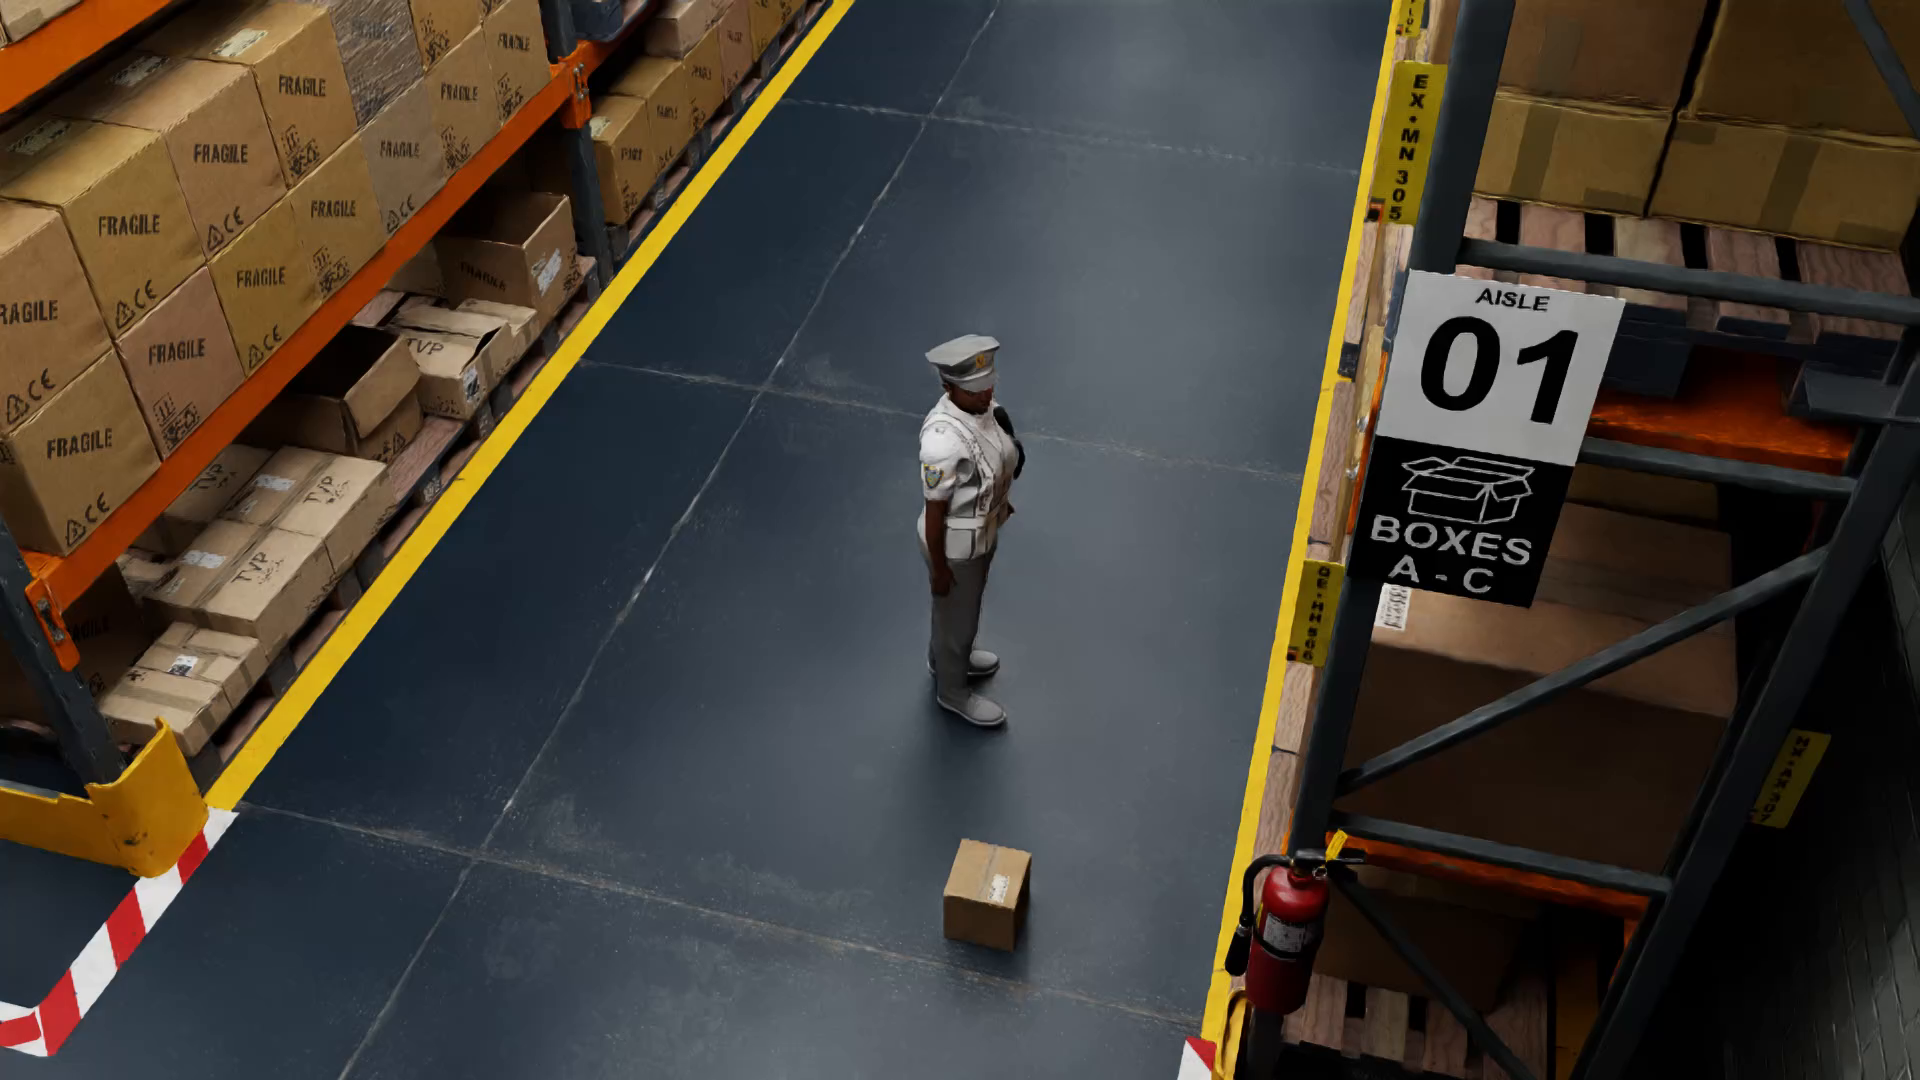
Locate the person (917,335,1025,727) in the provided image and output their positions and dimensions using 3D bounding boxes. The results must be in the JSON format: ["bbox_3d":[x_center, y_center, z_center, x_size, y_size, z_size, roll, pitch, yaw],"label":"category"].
[{"bbox_3d":[0.050,-0.060,6.180,0.388,1.685,0.584,13,43,15],"label":"person"}]
